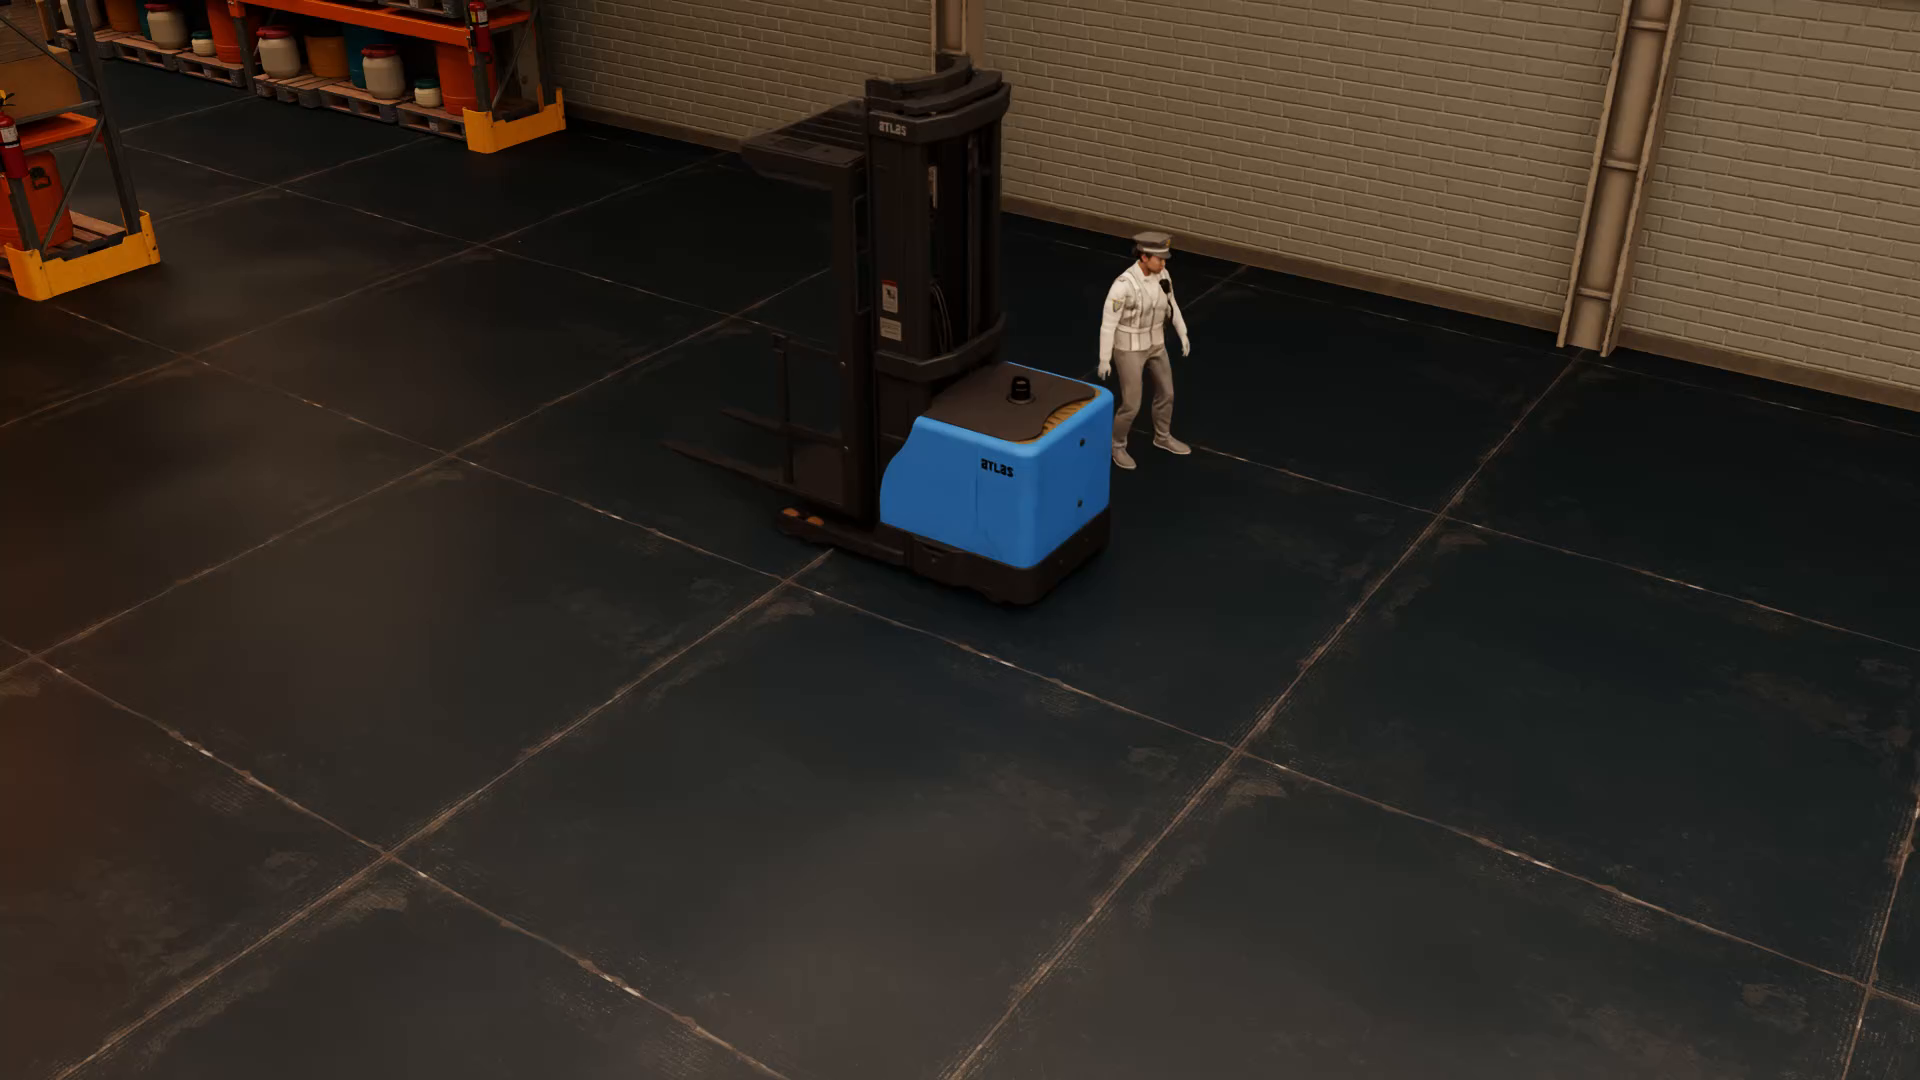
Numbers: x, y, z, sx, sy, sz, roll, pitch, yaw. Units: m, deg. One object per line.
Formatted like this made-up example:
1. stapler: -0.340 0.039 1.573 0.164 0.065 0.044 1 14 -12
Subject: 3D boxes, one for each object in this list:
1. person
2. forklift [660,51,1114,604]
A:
1. person: 1.228 -1.271 11.060 0.718 1.642 0.374 -21 36 -32
2. forklift: -0.577 -1.448 10.075 3.031 2.935 1.130 18 35 29
